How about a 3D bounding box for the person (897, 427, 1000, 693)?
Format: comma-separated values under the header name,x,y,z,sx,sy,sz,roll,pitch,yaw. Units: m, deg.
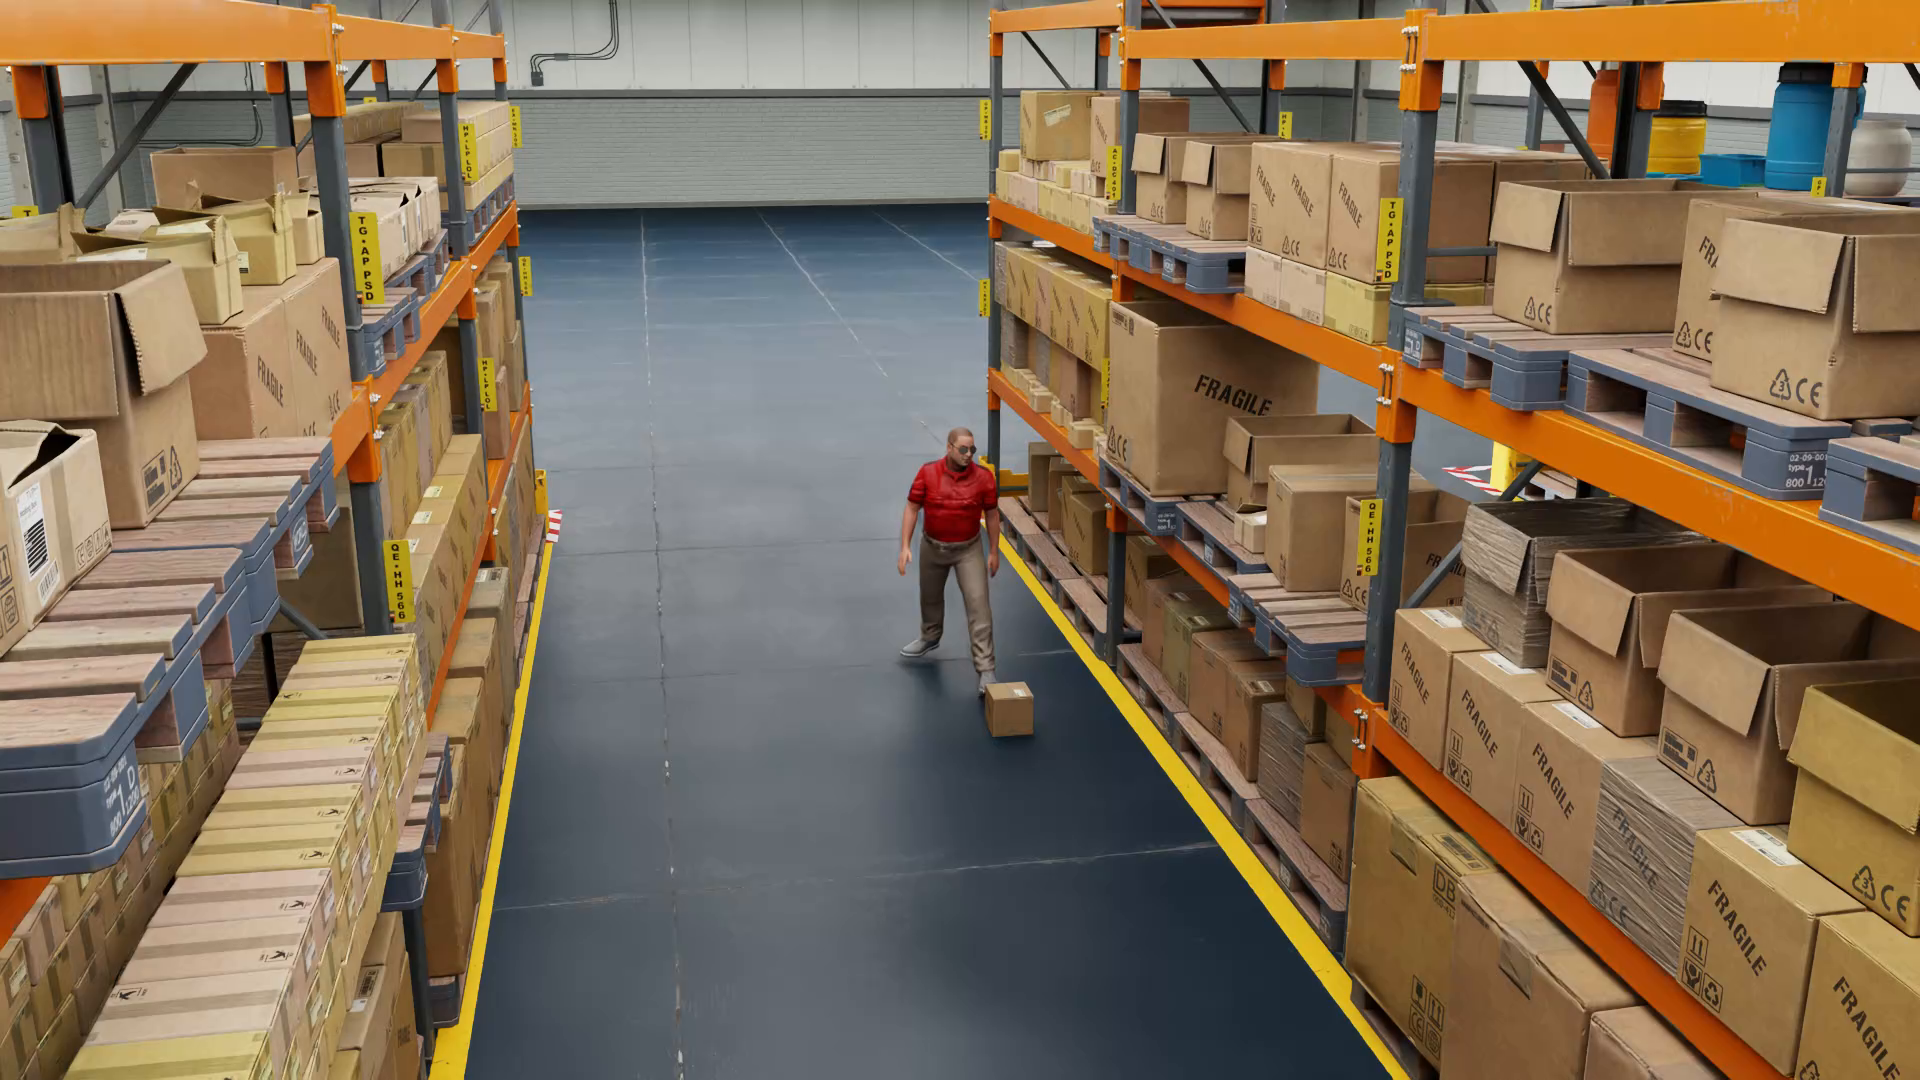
name,x,y,z,sx,sy,sz,roll,pitch,yaw
person,-0.070,0.075,10.804,0.728,1.666,0.948,2,16,6
